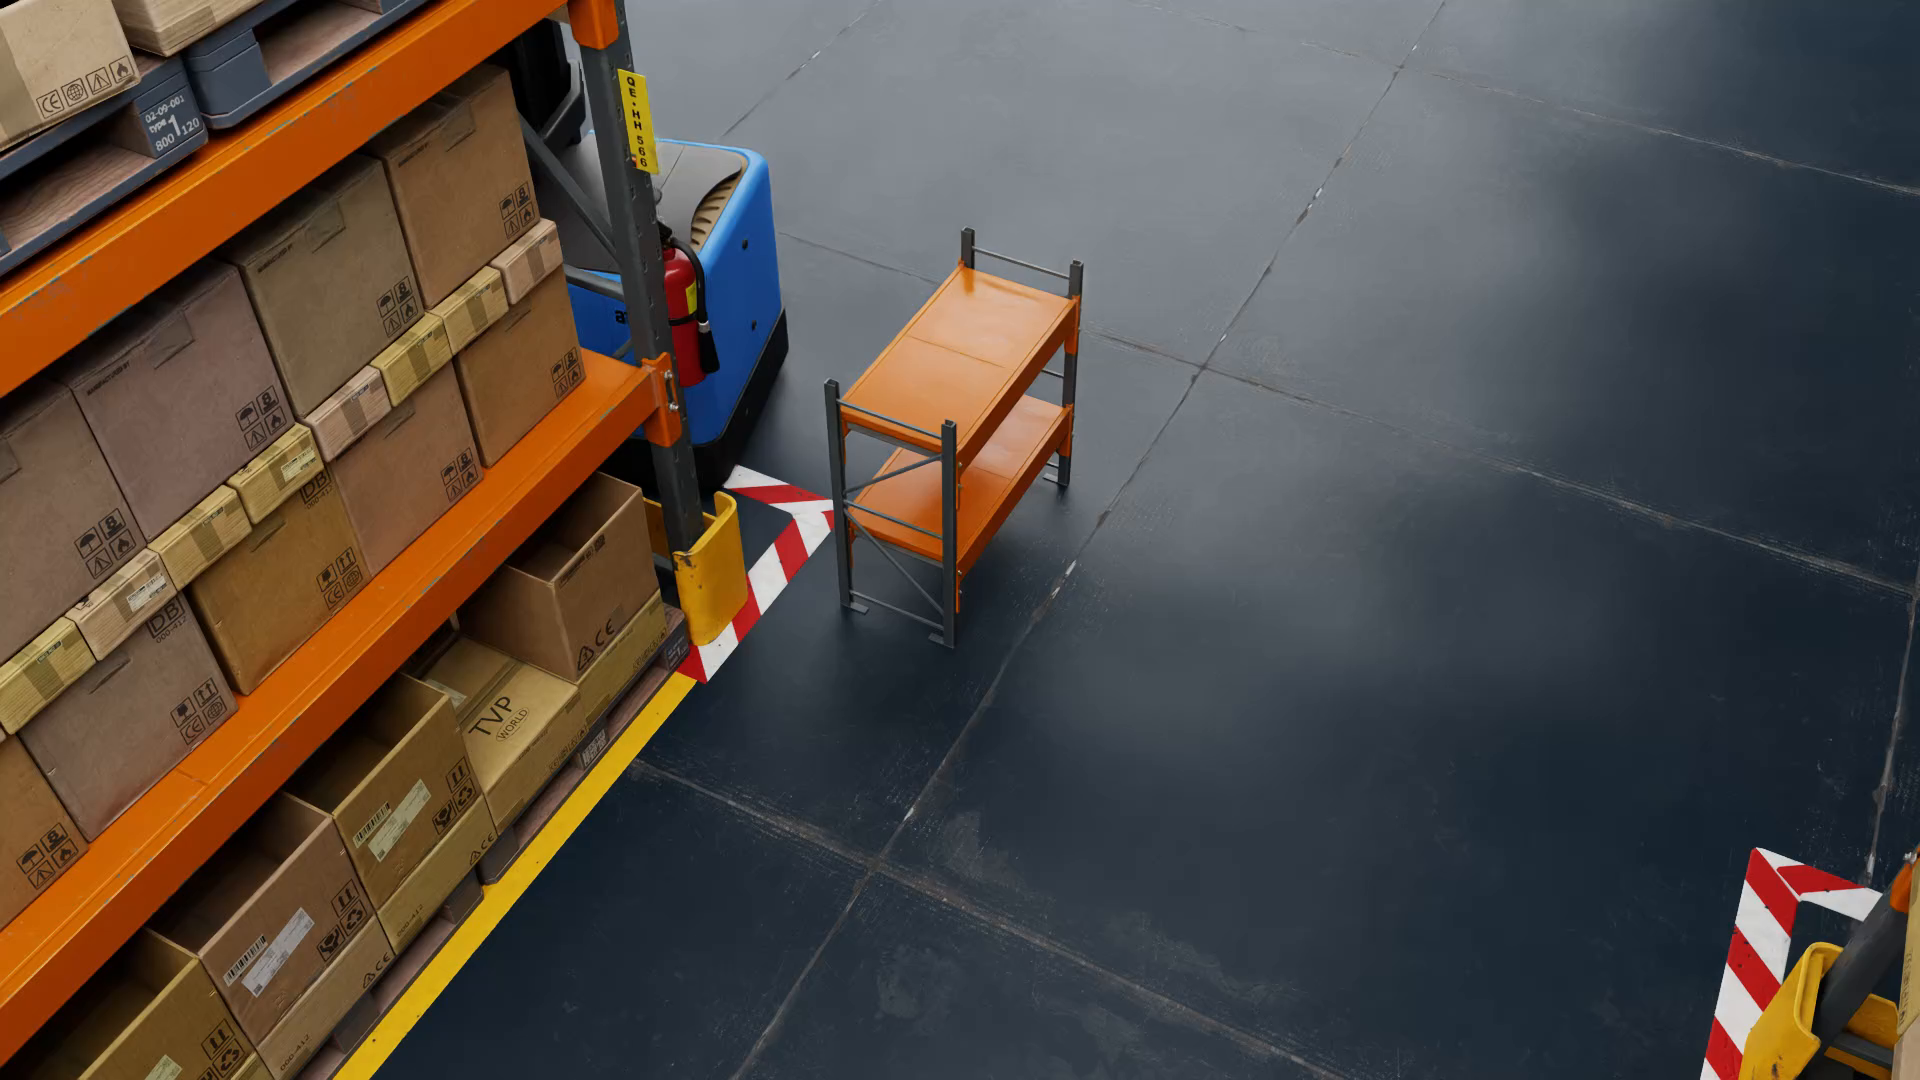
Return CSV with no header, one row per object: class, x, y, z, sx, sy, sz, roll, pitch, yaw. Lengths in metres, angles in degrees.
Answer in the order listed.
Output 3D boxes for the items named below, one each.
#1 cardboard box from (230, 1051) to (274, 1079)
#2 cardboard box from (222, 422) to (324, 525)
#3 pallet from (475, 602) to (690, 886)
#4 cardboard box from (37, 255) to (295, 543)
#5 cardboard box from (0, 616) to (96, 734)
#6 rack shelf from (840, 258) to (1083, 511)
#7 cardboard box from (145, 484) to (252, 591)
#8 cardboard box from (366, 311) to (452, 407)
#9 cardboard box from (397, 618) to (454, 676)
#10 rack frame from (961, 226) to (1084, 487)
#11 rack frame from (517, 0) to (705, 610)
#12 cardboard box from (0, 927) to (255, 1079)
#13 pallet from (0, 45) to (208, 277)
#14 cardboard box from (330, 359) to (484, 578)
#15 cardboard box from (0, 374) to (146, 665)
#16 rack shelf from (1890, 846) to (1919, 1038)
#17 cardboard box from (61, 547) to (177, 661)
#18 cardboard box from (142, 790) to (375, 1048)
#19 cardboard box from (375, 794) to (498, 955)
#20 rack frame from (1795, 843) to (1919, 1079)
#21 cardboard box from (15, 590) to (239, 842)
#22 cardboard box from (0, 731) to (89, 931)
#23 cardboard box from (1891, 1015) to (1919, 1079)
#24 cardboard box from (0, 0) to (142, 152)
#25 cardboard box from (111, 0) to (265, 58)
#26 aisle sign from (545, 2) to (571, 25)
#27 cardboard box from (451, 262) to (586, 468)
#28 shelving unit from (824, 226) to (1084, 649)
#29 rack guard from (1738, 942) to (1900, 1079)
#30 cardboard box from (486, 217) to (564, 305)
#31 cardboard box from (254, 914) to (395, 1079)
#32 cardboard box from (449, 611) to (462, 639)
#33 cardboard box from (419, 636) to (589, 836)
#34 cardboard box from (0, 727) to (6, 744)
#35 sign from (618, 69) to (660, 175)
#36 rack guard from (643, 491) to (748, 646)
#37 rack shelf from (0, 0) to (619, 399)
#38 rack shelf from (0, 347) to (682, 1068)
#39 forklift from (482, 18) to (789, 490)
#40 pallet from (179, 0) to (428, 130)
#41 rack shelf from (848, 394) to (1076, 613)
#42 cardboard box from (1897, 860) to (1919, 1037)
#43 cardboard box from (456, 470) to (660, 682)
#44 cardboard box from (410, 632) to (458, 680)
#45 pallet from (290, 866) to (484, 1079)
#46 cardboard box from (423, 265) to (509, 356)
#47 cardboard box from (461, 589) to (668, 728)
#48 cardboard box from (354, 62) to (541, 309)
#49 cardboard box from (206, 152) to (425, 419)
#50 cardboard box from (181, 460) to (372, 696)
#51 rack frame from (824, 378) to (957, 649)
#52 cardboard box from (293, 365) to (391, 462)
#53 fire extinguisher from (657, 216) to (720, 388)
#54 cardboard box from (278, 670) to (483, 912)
cardboard box,-2.316,1.601,4.696,0.500,0.250,0.500,20,49,19
cardboard box,-1.904,-0.229,4.341,0.380,0.149,0.250,22,49,20
pallet,-1.734,0.557,6.051,1.003,0.211,1.213,20,49,19
cardboard box,-2.142,-0.436,4.090,0.700,0.500,0.500,21,49,19
cardboard box,-2.261,0.255,3.862,0.380,0.149,0.250,20,49,19
rack shelf,-0.003,-0.597,6.138,0.538,0.278,1.000,20,49,19
cardboard box,-2.025,-0.062,4.176,0.380,0.149,0.250,22,49,20
cardboard box,-1.664,-0.552,4.660,0.380,0.149,0.250,20,49,18
cardboard box,-2.093,0.216,5.538,0.500,0.500,0.500,20,49,19
rack frame,0.233,-0.711,6.662,0.500,1.125,0.032,20,49,19
rack frame,-1.417,-0.919,5.549,1.000,3.000,0.127,20,49,19
cardboard box,-2.317,1.337,4.430,0.500,0.500,0.500,20,49,19
pallet,-2.333,-0.734,3.320,1.003,0.211,1.213,20,49,19
cardboard box,-1.884,-0.332,4.899,0.700,0.500,0.500,22,49,20
cardboard box,-2.374,-0.120,3.778,0.700,0.500,0.500,20,49,19
rack shelf,2.044,2.227,2.946,1.077,0.370,4.000,20,49,19
cardboard box,-2.143,0.099,4.016,0.380,0.149,0.250,20,49,19
cardboard box,-2.086,1.022,4.742,0.500,0.500,0.500,20,49,19
cardboard box,-1.856,0.970,5.320,0.500,0.250,0.500,20,49,19
rack frame,2.973,0.714,3.935,1.000,3.000,0.127,20,49,19
cardboard box,-2.361,0.312,4.262,0.700,0.500,0.500,22,49,20
cardboard box,-2.598,0.635,3.943,0.700,0.500,0.500,21,49,20
cardboard box,2.237,1.294,3.453,0.500,0.250,0.500,19,48,18
cardboard box,-1.976,-0.976,3.166,0.500,0.311,0.500,26,51,23
cardboard box,-1.718,-1.305,3.534,0.500,0.250,0.500,20,49,19
aisle sign,-1.126,-1.777,4.570,0.394,0.787,0.004,20,49,19
cardboard box,-1.645,-0.664,5.227,0.700,0.500,0.500,20,49,19
shelving unit,-0.003,-0.391,6.346,0.538,1.125,1.048,20,49,19
rack guard,2.938,1.641,4.777,1.175,0.500,0.348,20,49,19
cardboard box,-1.425,-0.879,4.983,0.380,0.149,0.250,20,49,18
cardboard box,-2.089,1.284,5.010,0.500,0.250,0.500,20,49,19
cardboard box,-1.863,0.164,6.117,0.500,0.250,0.500,20,49,19
cardboard box,-1.625,0.654,5.632,0.500,0.250,0.500,20,49,19
cardboard box,-2.382,0.419,3.700,0.380,0.149,0.250,19,48,18
sign,-0.942,-1.221,4.867,0.100,0.325,0.005,20,49,19
rack guard,-1.405,-0.055,6.453,1.175,0.500,0.348,20,49,19
rack shelf,-2.345,-0.461,3.493,1.077,0.370,4.000,20,49,19
rack shelf,-2.345,0.594,4.560,1.077,0.370,4.000,20,49,19
forklift,-2.344,-1.767,6.436,3.031,2.935,1.130,9,46,9
pallet,-1.768,-1.505,4.082,1.003,0.211,1.213,20,49,19
rack shelf,-0.003,-0.219,6.520,0.538,0.278,1.000,20,49,19
cardboard box,2.465,0.963,3.781,0.500,0.250,0.500,19,48,18
cardboard box,-1.402,0.072,5.680,0.500,0.500,0.500,20,49,19
cardboard box,-2.091,0.481,5.804,0.500,0.250,0.500,20,49,19
pallet,-2.302,1.322,5.294,1.003,0.211,1.213,20,49,19
cardboard box,-1.545,-0.713,4.820,0.380,0.149,0.250,22,49,20
cardboard box,-1.404,0.335,5.948,0.500,0.250,0.500,20,49,19
cardboard box,-1.669,-1.087,4.733,0.700,0.500,0.500,21,49,19
cardboard box,-1.908,-0.754,4.404,0.700,0.500,0.500,19,48,18
cardboard box,-2.120,-0.021,4.591,0.700,0.500,0.500,21,49,19
rack frame,-0.239,-0.071,6.029,0.500,1.125,0.032,20,49,19
cardboard box,-1.783,-0.394,4.504,0.380,0.149,0.250,21,49,20
fire extinguisher,-0.950,-0.813,5.499,0.296,0.674,0.183,20,49,19
cardboard box,-1.853,0.707,5.053,0.500,0.500,0.500,20,49,19
